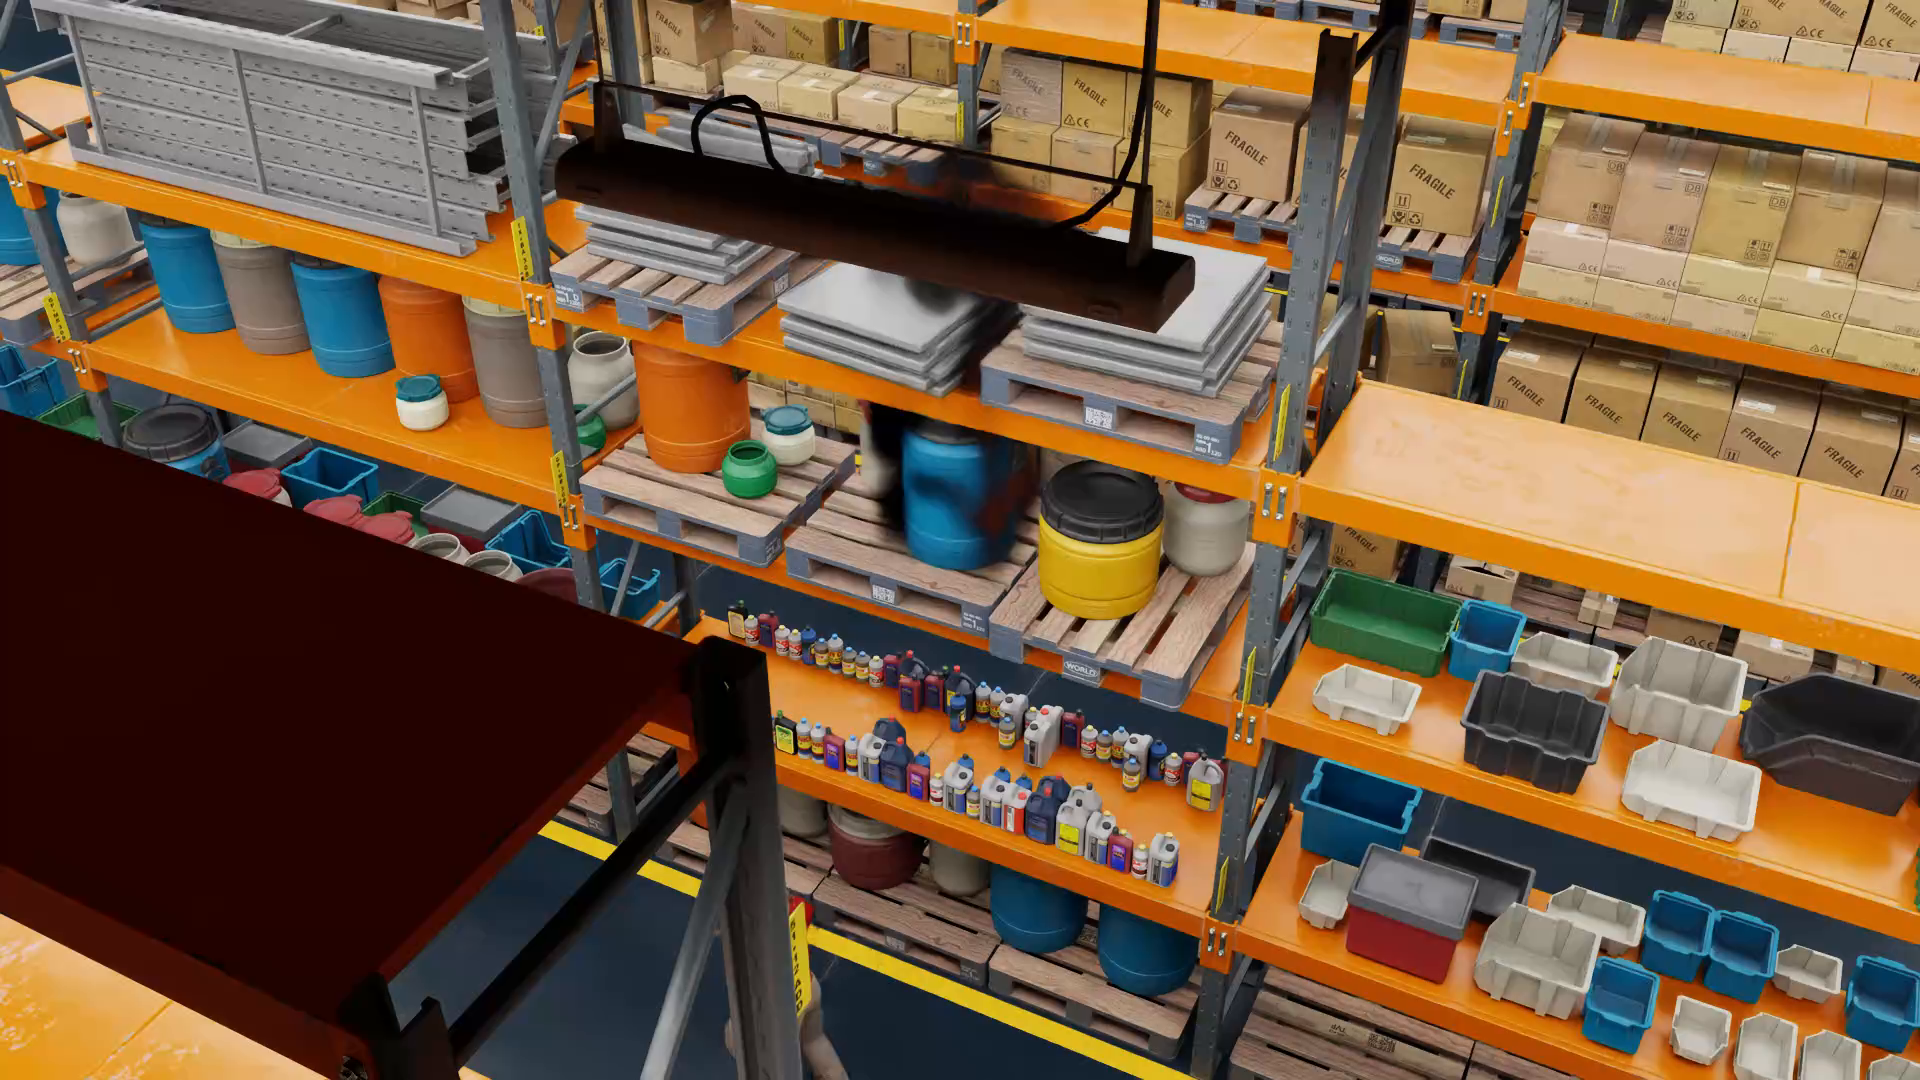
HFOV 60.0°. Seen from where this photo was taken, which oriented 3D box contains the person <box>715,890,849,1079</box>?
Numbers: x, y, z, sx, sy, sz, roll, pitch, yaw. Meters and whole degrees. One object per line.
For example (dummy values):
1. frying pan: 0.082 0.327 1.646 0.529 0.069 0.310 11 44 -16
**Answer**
1. person: -0.970 2.472 8.873 0.826 1.769 0.646 15 38 21
